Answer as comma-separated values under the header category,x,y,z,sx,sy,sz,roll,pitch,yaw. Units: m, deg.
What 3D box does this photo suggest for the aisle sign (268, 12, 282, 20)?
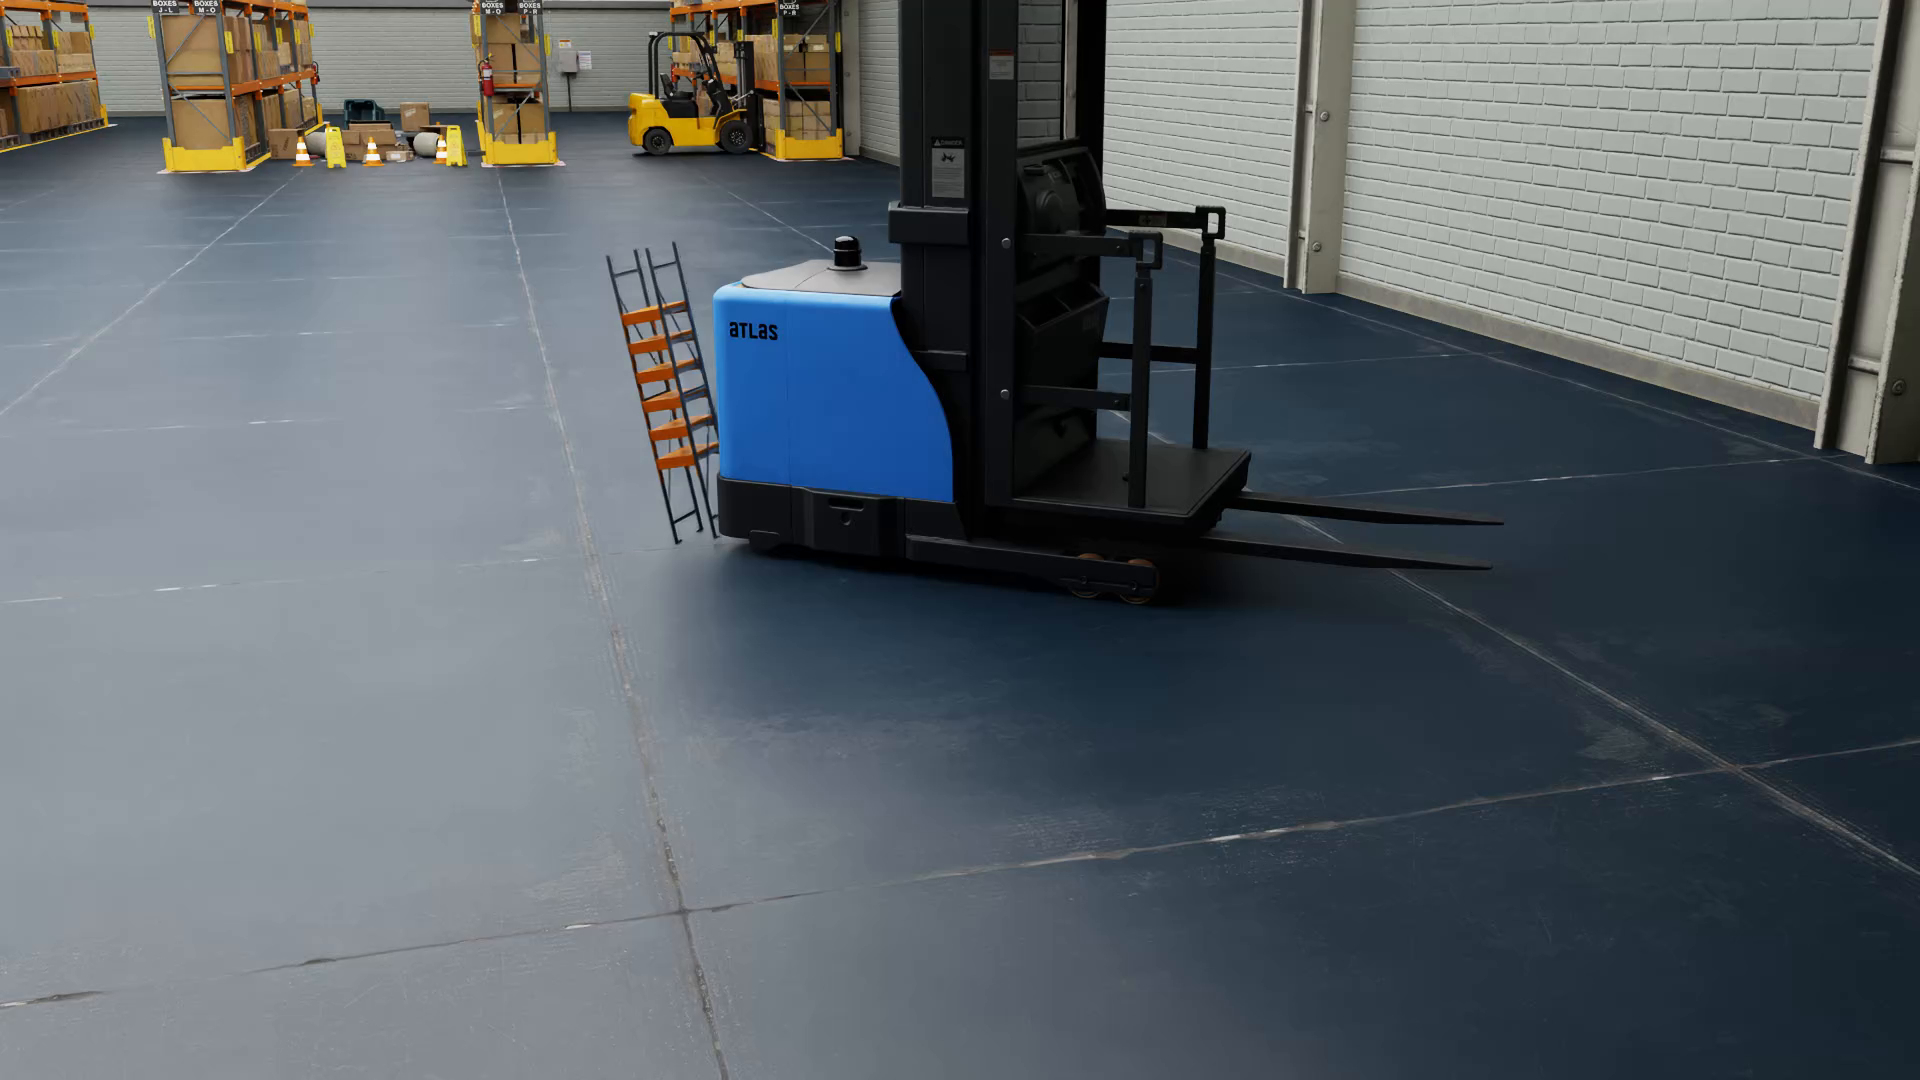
category,x,y,z,sx,sy,sz,roll,pitch,yaw
aisle sign,-16.893,-13.104,40.843,0.394,0.787,0.004,-5,17,-15

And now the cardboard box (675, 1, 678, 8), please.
category,x,y,z,sx,sy,sz,roll,pitch,yaw
cardboard box,-7.017,-13.593,42.213,0.380,0.149,0.250,-5,17,-15

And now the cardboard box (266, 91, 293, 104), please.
category,x,y,z,sx,sy,sz,roll,pitch,yaw
cardboard box,-14.606,-9.501,35.678,0.500,0.250,0.500,-5,17,-15

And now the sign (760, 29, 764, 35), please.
category,x,y,z,sx,sy,sz,roll,pitch,yaw
sign,-4.350,-11.062,36.550,0.100,0.325,0.005,-5,17,-15

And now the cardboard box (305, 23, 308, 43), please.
category,x,y,z,sx,sy,sz,roll,pitch,yaw
cardboard box,-16.080,-12.284,40.205,0.500,0.500,0.500,-5,18,-17

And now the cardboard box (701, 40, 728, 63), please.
category,x,y,z,sx,sy,sz,roll,pitch,yaw
cardboard box,-5.509,-11.150,37.947,0.797,0.503,0.637,-5,17,-17

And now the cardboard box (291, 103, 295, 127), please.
category,x,y,z,sx,sy,sz,roll,pitch,yaw
cardboard box,-14.622,-9.150,35.813,0.500,0.500,0.500,-5,17,-17

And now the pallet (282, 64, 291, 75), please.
category,x,y,z,sx,sy,sz,roll,pitch,yaw
pallet,-14.969,-10.102,35.702,1.003,0.211,1.213,-5,17,-15

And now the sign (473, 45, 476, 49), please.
category,x,y,z,sx,sy,sz,roll,pitch,yaw
sign,-11.287,-11.583,38.658,0.100,0.325,0.005,-5,17,-15

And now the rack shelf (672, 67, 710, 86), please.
category,x,y,z,sx,sy,sz,roll,pitch,yaw
rack shelf,-6.532,-11.777,42.196,1.077,0.370,4.000,-5,17,-15

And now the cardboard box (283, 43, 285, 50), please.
category,x,y,z,sx,sy,sz,roll,pitch,yaw
cardboard box,-14.907,-10.739,36.163,0.380,0.149,0.250,-5,18,-17

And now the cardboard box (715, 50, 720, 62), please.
category,x,y,z,sx,sy,sz,roll,pitch,yaw
cardboard box,-5.020,-10.486,36.038,0.500,0.250,0.500,-5,17,-15

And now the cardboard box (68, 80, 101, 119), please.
category,x,y,z,sx,sy,sz,roll,pitch,yaw
cardboard box,-21.128,-10.511,39.693,0.875,0.875,0.875,-5,17,-15

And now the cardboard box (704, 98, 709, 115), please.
category,x,y,z,sx,sy,sz,roll,pitch,yaw
cardboard box,-5.640,-9.992,38.618,0.500,0.500,0.500,-5,18,-17

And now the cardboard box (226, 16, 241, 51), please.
category,x,y,z,sx,sy,sz,roll,pitch,yaw
cardboard box,-12.515,-8.442,27.704,0.875,0.550,0.550,-5,17,-15

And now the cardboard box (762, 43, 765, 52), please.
category,x,y,z,sx,sy,sz,roll,pitch,yaw
cardboard box,-3.425,-9.035,30.514,0.380,0.149,0.250,-5,17,-15

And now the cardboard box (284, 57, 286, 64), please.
category,x,y,z,sx,sy,sz,roll,pitch,yaw
cardboard box,-14.825,-10.382,36.009,0.380,0.149,0.250,-4,17,-13

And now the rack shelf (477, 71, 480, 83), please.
category,x,y,z,sx,sy,sz,roll,pitch,yaw
rack shelf,-11.303,-11.384,40.886,1.077,0.370,4.000,-5,17,-15

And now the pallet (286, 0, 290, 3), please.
category,x,y,z,sx,sy,sz,roll,pitch,yaw
pallet,-15.418,-11.923,36.544,1.213,0.211,1.003,-5,17,-15

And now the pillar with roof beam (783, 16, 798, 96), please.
category,x,y,z,sx,sy,sz,roll,pitch,yaw
pillar with roof beam,-7.797,-12.706,33.608,9.100,9.000,0.400,-5,17,-15

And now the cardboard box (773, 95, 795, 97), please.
category,x,y,z,sx,sy,sz,roll,pitch,yaw
cardboard box,-3.462,-8.598,32.673,0.500,0.250,0.500,-4,17,-14

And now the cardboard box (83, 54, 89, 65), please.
category,x,y,z,sx,sy,sz,roll,pitch,yaw
cardboard box,-20.854,-11.315,39.151,0.500,0.250,0.500,-5,17,-16

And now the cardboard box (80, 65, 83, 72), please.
category,x,y,z,sx,sy,sz,roll,pitch,yaw
cardboard box,-20.613,-10.951,38.632,0.380,0.149,0.250,-5,17,-15

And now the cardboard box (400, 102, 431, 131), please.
category,x,y,z,sx,sy,sz,roll,pitch,yaw
cardboard box,-10.258,-7.979,31.329,0.500,0.500,0.500,-5,17,-15

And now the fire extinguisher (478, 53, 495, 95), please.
category,x,y,z,sx,sy,sz,roll,pitch,yaw
fire extinguisher,-7.867,-7.751,27.676,0.296,0.674,0.183,-5,17,-15

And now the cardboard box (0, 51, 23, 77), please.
category,x,y,z,sx,sy,sz,roll,pitch,yaw
cardboard box,-19.055,-9.489,33.154,0.500,0.500,0.500,-4,17,-14

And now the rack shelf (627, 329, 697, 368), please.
category,x,y,z,sx,sy,sz,roll,pitch,yaw
rack shelf,-1.210,-0.788,6.798,0.180,0.103,0.258,-6,14,21

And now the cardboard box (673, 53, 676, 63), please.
category,x,y,z,sx,sy,sz,roll,pitch,yaw
cardboard box,-7.216,-12.599,43.425,0.500,0.250,0.500,-5,17,-15

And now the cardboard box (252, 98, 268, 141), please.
category,x,y,z,sx,sy,sz,roll,pitch,yaw
cardboard box,-13.544,-7.831,30.990,1.050,0.750,0.750,-5,17,-16

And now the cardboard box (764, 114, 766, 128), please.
category,x,y,z,sx,sy,sz,roll,pitch,yaw
cardboard box,-3.408,-7.764,30.765,0.500,0.250,0.500,-5,17,-17

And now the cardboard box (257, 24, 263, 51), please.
category,x,y,z,sx,sy,sz,roll,pitch,yaw
cardboard box,-13.989,-9.770,32.351,0.700,0.500,0.500,-5,17,-16

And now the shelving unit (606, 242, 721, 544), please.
category,x,y,z,sx,sy,sz,roll,pitch,yaw
shelving unit,-1.172,-0.601,6.841,0.189,1.200,0.258,-6,14,21

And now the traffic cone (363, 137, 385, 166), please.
category,x,y,z,sx,sy,sz,roll,pitch,yaw
traffic cone,-9.788,-6.476,27.707,0.336,0.463,0.334,-5,17,-15

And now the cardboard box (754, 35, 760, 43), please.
category,x,y,z,sx,sy,sz,roll,pitch,yaw
cardboard box,-3.674,-9.461,31.417,0.380,0.149,0.250,-5,17,-16

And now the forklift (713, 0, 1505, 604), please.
category,x,y,z,sx,sy,sz,roll,pitch,yaw
forklift,0.580,-1.338,6.313,3.031,2.935,1.130,6,18,20

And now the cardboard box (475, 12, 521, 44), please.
category,x,y,z,sx,sy,sz,roll,pitch,yaw
cardboard box,-7.806,-8.649,28.103,0.700,0.500,0.500,-5,17,-17

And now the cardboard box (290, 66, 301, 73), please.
category,x,y,z,sx,sy,sz,roll,pitch,yaw
cardboard box,-15.248,-10.740,37.928,0.380,0.149,0.250,-4,17,-13

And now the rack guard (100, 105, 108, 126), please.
category,x,y,z,sx,sy,sz,roll,pitch,yaw
rack guard,-21.388,-10.308,40.398,1.175,0.500,0.348,-5,17,-15

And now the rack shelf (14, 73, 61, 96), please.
category,x,y,z,sx,sy,sz,roll,pitch,yaw
rack shelf,-19.732,-9.494,34.595,1.077,0.370,4.000,-5,17,-15

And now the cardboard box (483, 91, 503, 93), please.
category,x,y,z,sx,sy,sz,roll,pitch,yaw
cardboard box,-8.533,-8.151,30.490,0.380,0.149,0.250,-4,17,-13

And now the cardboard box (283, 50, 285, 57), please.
category,x,y,z,sx,sy,sz,roll,pitch,yaw
cardboard box,-14.820,-10.520,35.951,0.380,0.149,0.250,-5,17,-15

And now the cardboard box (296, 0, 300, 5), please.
category,x,y,z,sx,sy,sz,roll,pitch,yaw
cardboard box,-15.629,-12.553,38.575,0.500,0.250,0.500,-4,17,-13

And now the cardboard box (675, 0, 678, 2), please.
category,x,y,z,sx,sy,sz,roll,pitch,yaw
cardboard box,-6.934,-13.756,42.064,0.500,0.250,0.500,-5,17,-17

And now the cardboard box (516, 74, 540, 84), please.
category,x,y,z,sx,sy,sz,roll,pitch,yaw
cardboard box,-7.350,-7.846,28.295,0.380,0.149,0.250,-5,17,-15

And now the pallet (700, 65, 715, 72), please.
category,x,y,z,sx,sy,sz,roll,pitch,yaw
pallet,-5.422,-10.908,38.385,1.003,0.211,1.213,-5,17,-15

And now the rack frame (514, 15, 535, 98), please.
category,x,y,z,sx,sy,sz,roll,pitch,yaw
rack frame,-8.555,-8.962,31.574,1.000,3.000,0.127,-5,17,-15
